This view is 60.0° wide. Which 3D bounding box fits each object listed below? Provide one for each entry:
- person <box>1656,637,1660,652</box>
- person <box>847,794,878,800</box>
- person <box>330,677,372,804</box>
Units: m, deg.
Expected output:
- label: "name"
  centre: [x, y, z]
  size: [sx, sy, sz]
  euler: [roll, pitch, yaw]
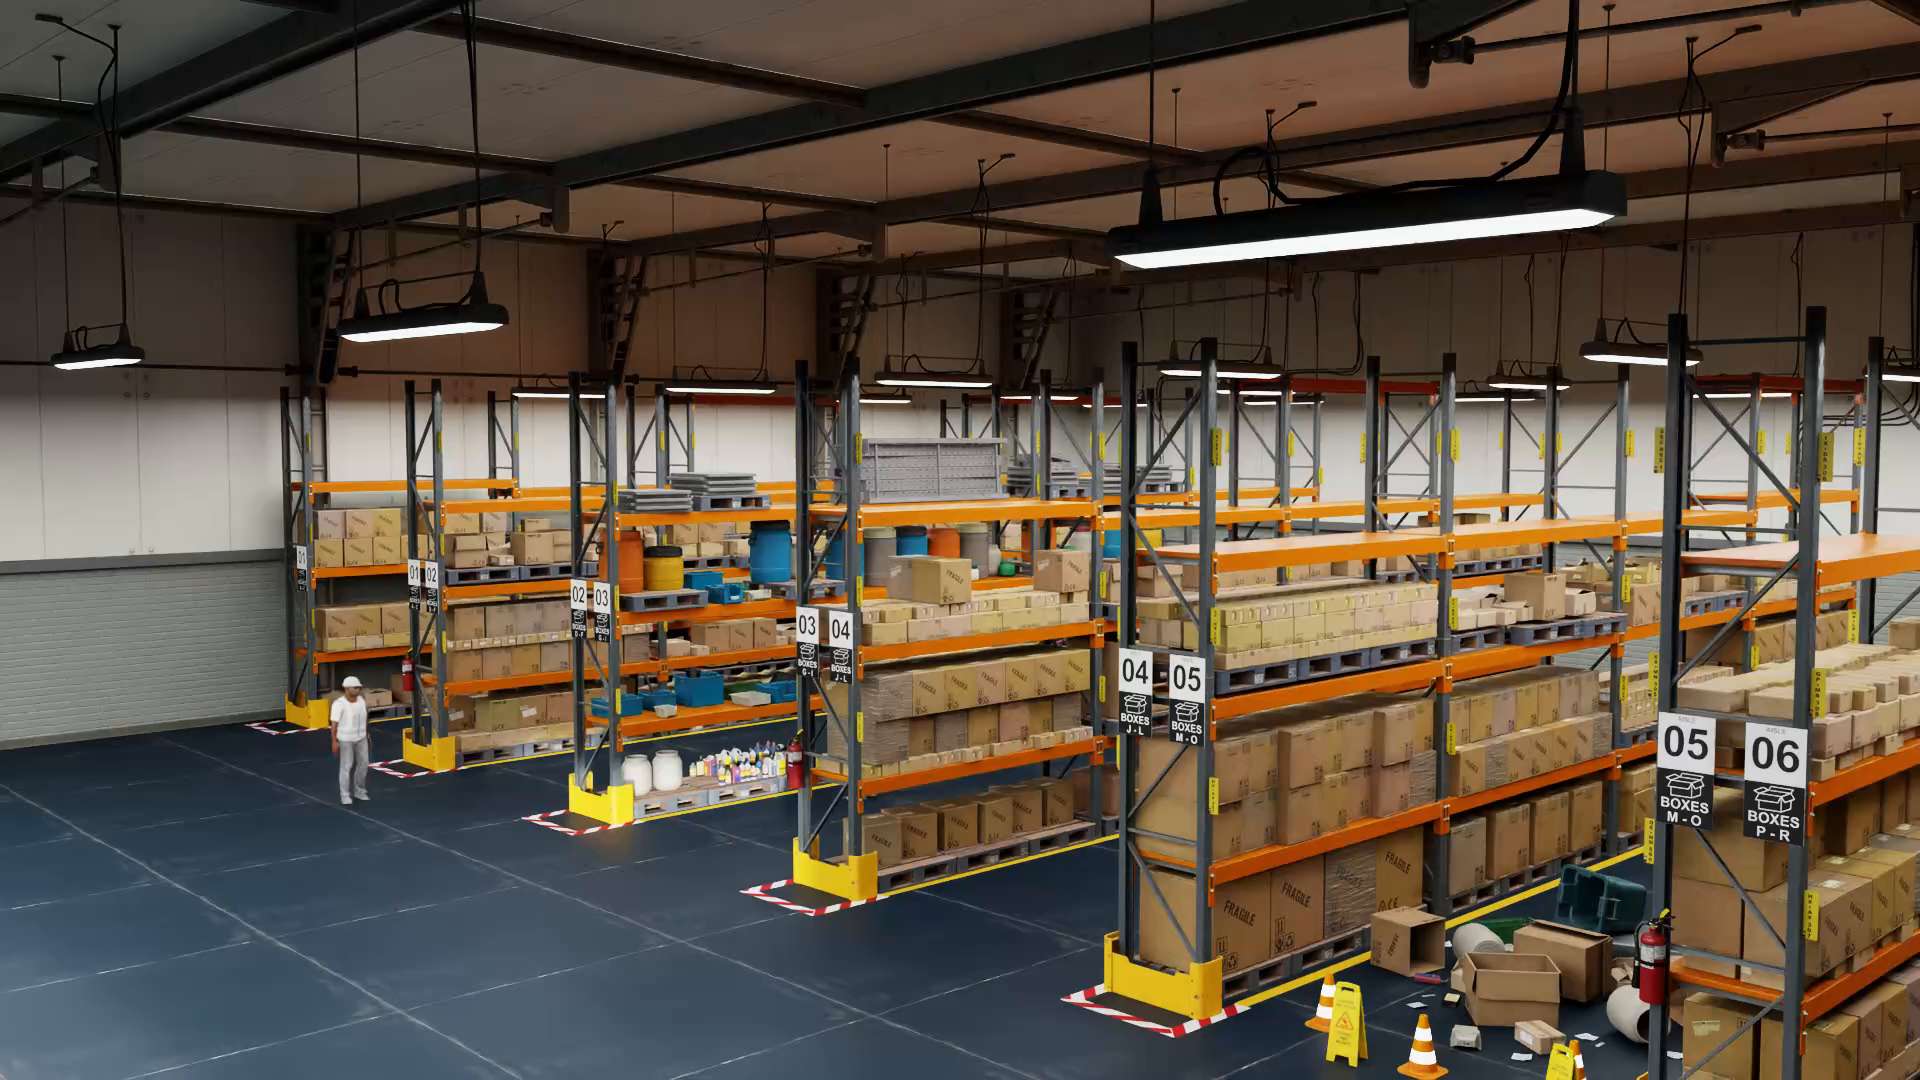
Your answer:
- label: "person"
  centre: [12.487, 2.462, 29.388]
  size: [0.665, 1.626, 0.509]
  euler: [-4, 5, -45]
- label: "person"
  centre: [-1.340, 2.761, 23.570]
  size: [0.421, 1.788, 0.619]
  euler: [1, 4, 15]
- label: "person"
  centre: [-8.532, 2.832, 23.315]
  size: [0.378, 1.843, 0.672]
  euler: [2, 4, 30]
